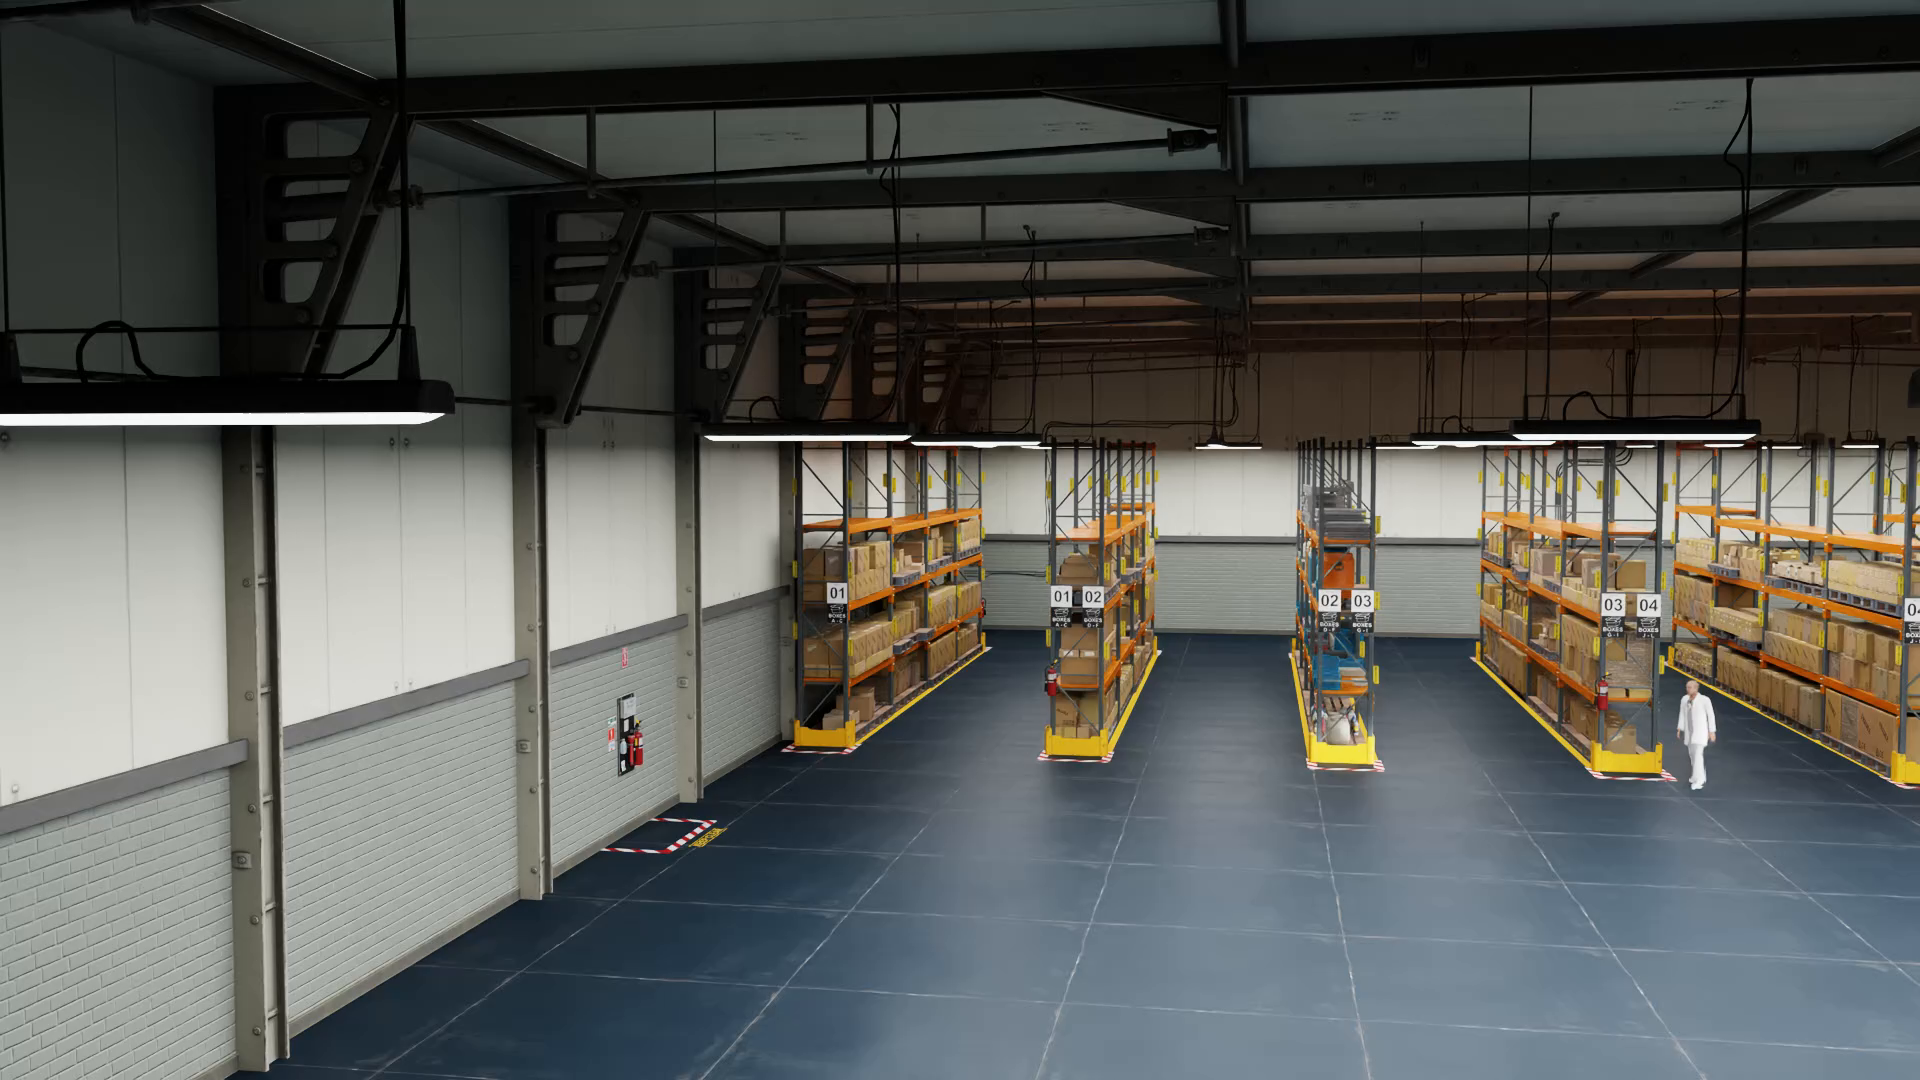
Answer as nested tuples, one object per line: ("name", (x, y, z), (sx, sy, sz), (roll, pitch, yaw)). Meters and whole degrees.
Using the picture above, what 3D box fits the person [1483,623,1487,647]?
("person", (15.072, 2.356, 47.131), (0.561, 1.754, 0.893), (-2, 4, -34))

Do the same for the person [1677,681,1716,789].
("person", (12.634, 3.334, 28.638), (0.633, 1.817, 0.628), (-1, 3, -24))
